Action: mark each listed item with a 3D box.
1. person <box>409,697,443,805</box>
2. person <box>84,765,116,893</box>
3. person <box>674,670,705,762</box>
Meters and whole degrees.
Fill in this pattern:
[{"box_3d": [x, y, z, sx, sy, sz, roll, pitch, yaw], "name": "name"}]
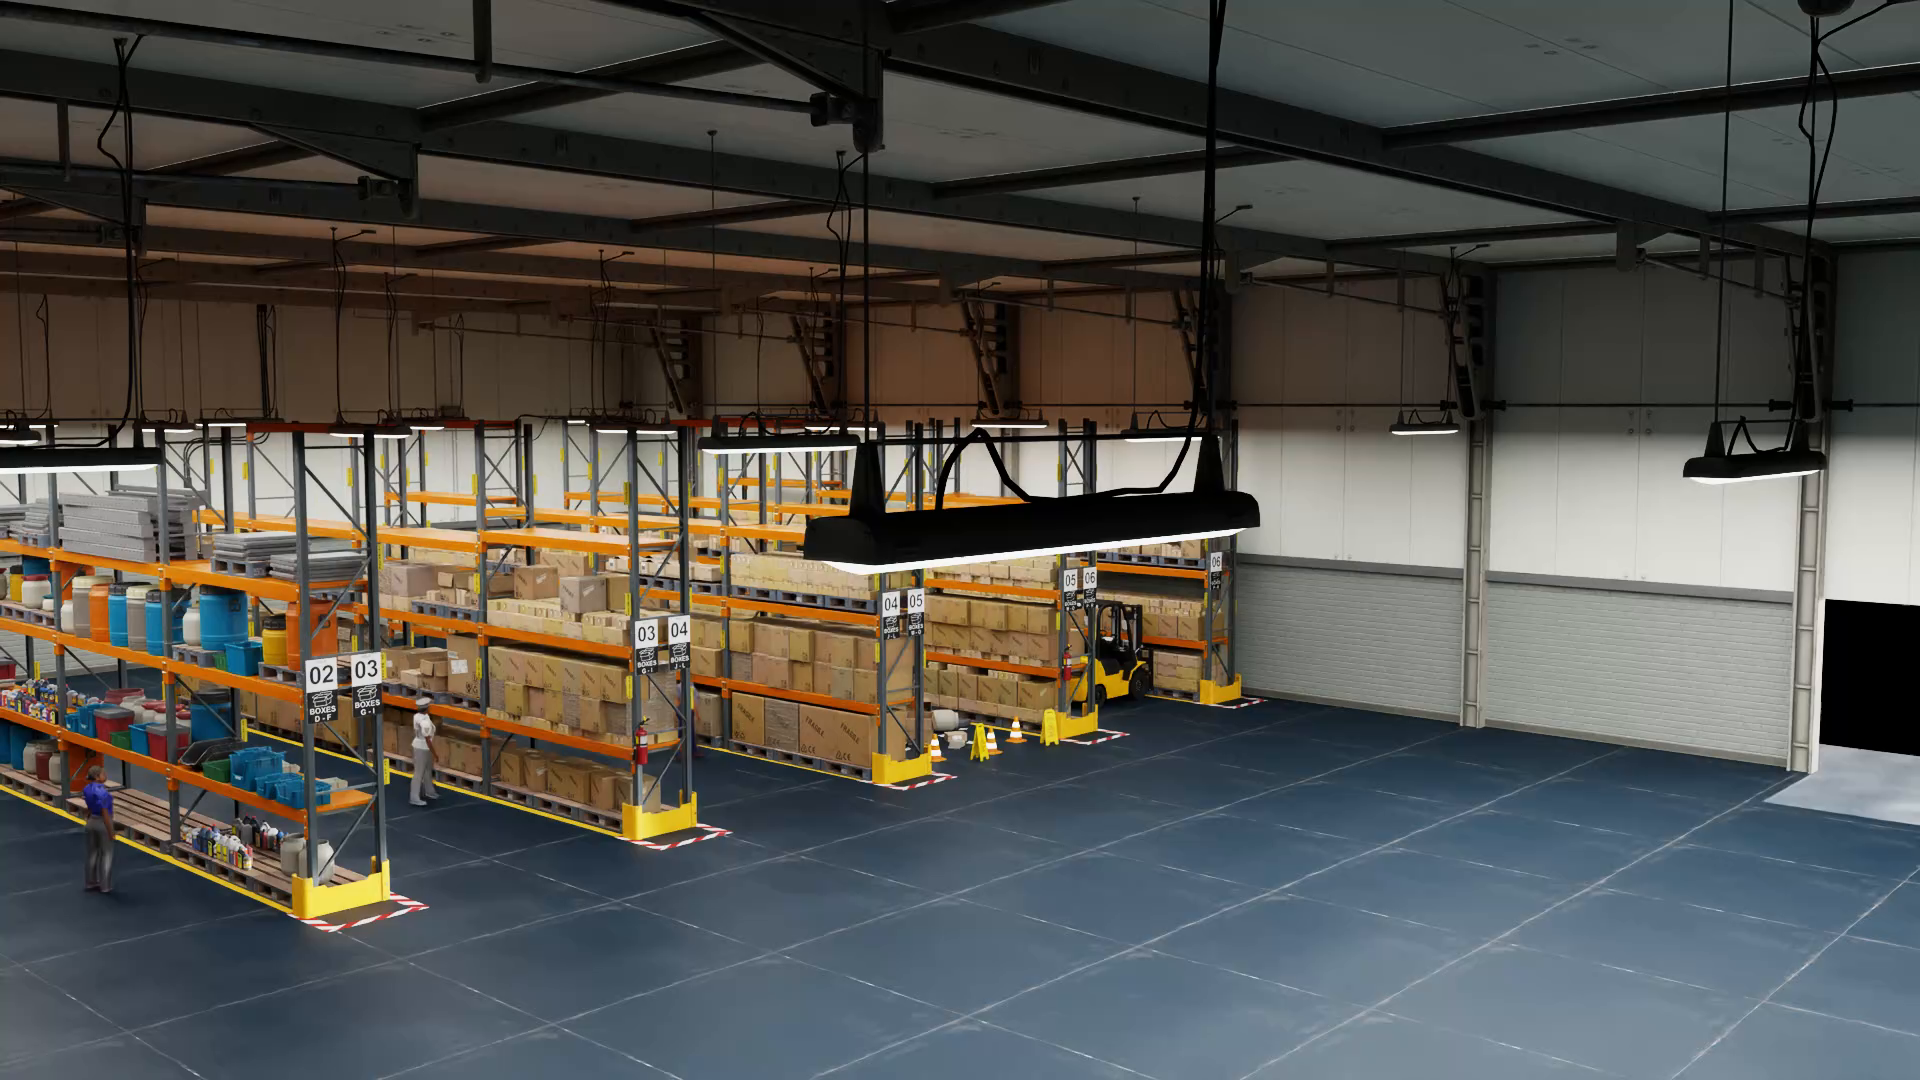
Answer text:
[{"box_3d": [-8.508, 3.348, 26.442, 0.520, 1.713, 0.621, -2, 5, -18], "name": "person"}, {"box_3d": [-11.183, 3.742, 21.659, 0.519, 1.642, 0.403, 2, 5, 20], "name": "person"}, {"box_3d": [-4.811, 3.102, 29.590, 0.596, 1.634, 0.526, -2, 5, -20], "name": "person"}]
